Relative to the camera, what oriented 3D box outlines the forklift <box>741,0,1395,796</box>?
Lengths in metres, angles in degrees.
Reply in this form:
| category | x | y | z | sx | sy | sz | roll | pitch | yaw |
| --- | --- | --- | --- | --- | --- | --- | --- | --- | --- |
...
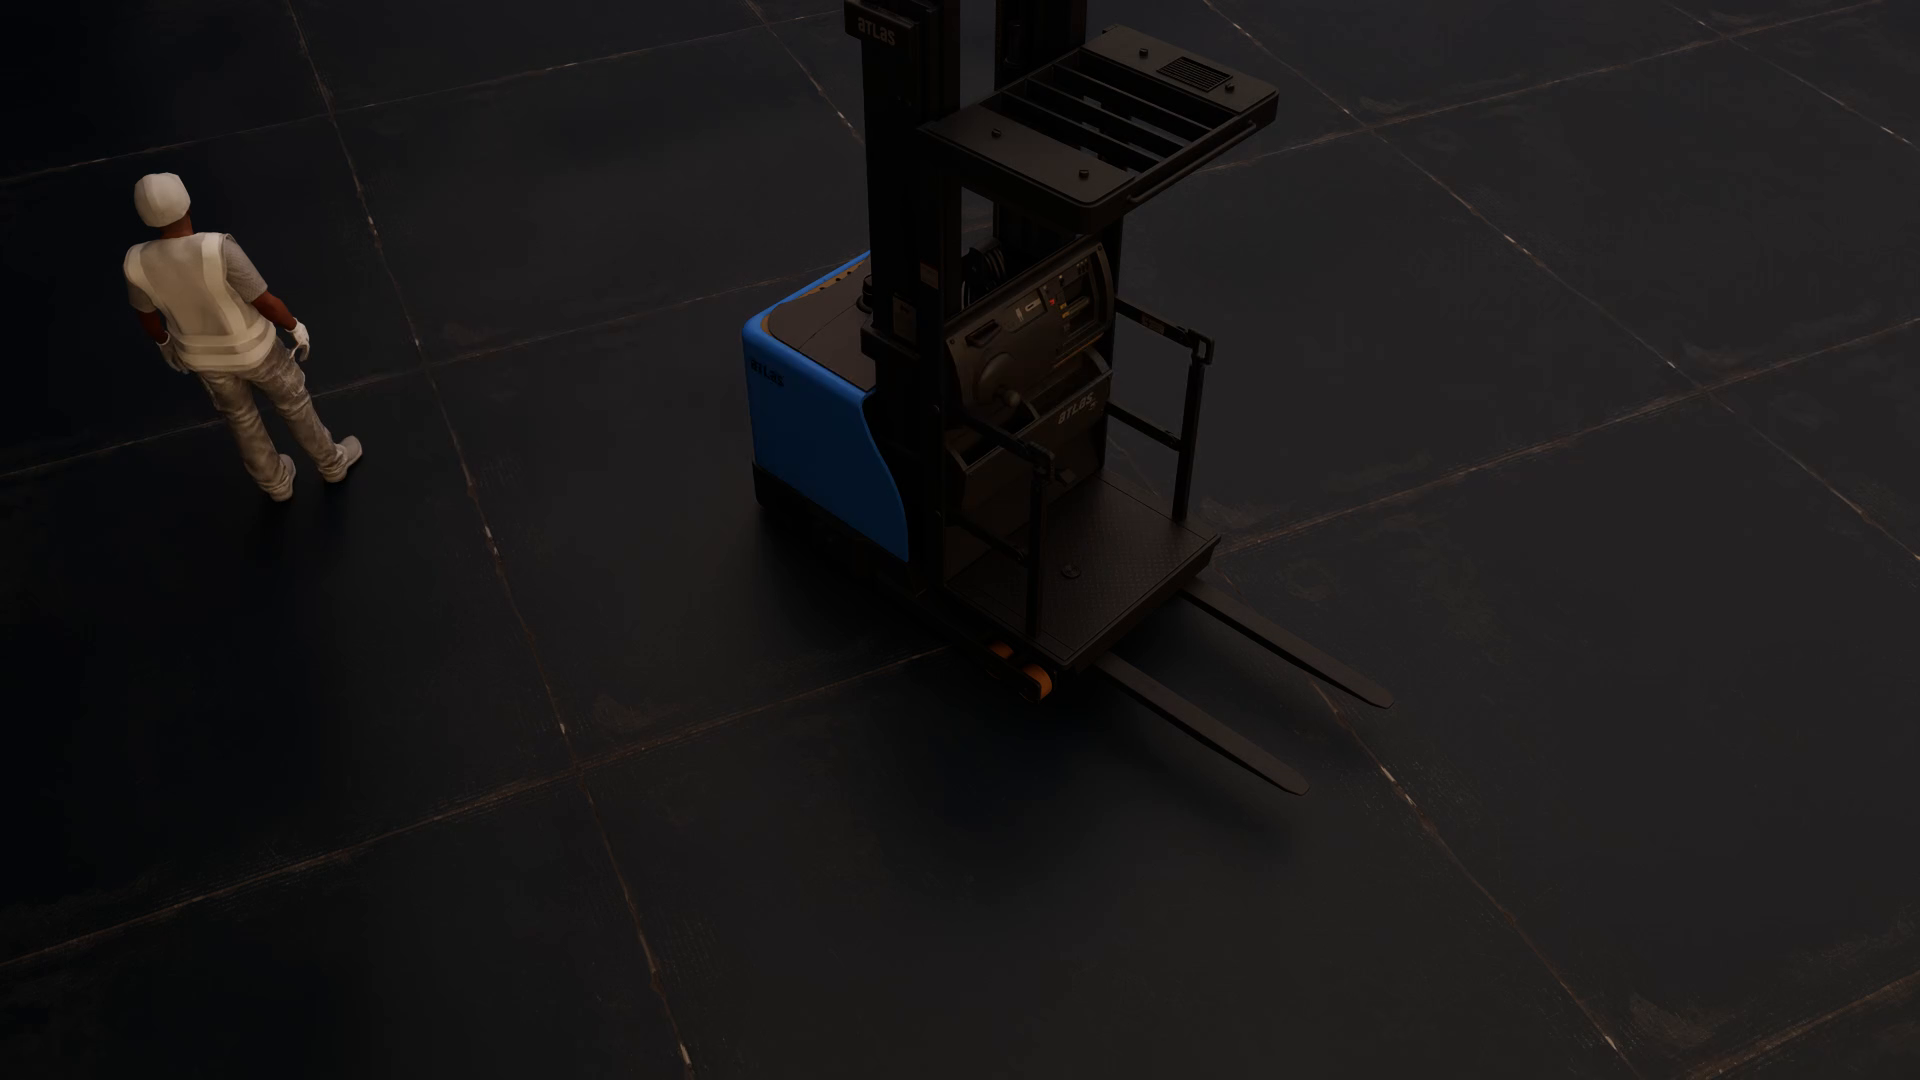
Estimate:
| category | x | y | z | sx | sy | sz | roll | pitch | yaw |
| --- | --- | --- | --- | --- | --- | --- | --- | --- | --- |
| forklift | 0.445 | -0.788 | 6.525 | 3.031 | 2.935 | 1.130 | 32 | 52 | 30 |

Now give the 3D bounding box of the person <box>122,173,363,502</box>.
| category | x | y | z | sx | sy | sz | roll | pitch | yaw |
| --- | --- | --- | --- | --- | --- | --- | --- | --- | --- |
| person | -3.271 | -0.926 | 7.503 | 0.656 | 1.781 | 0.579 | -3 | 43 | -3 |
